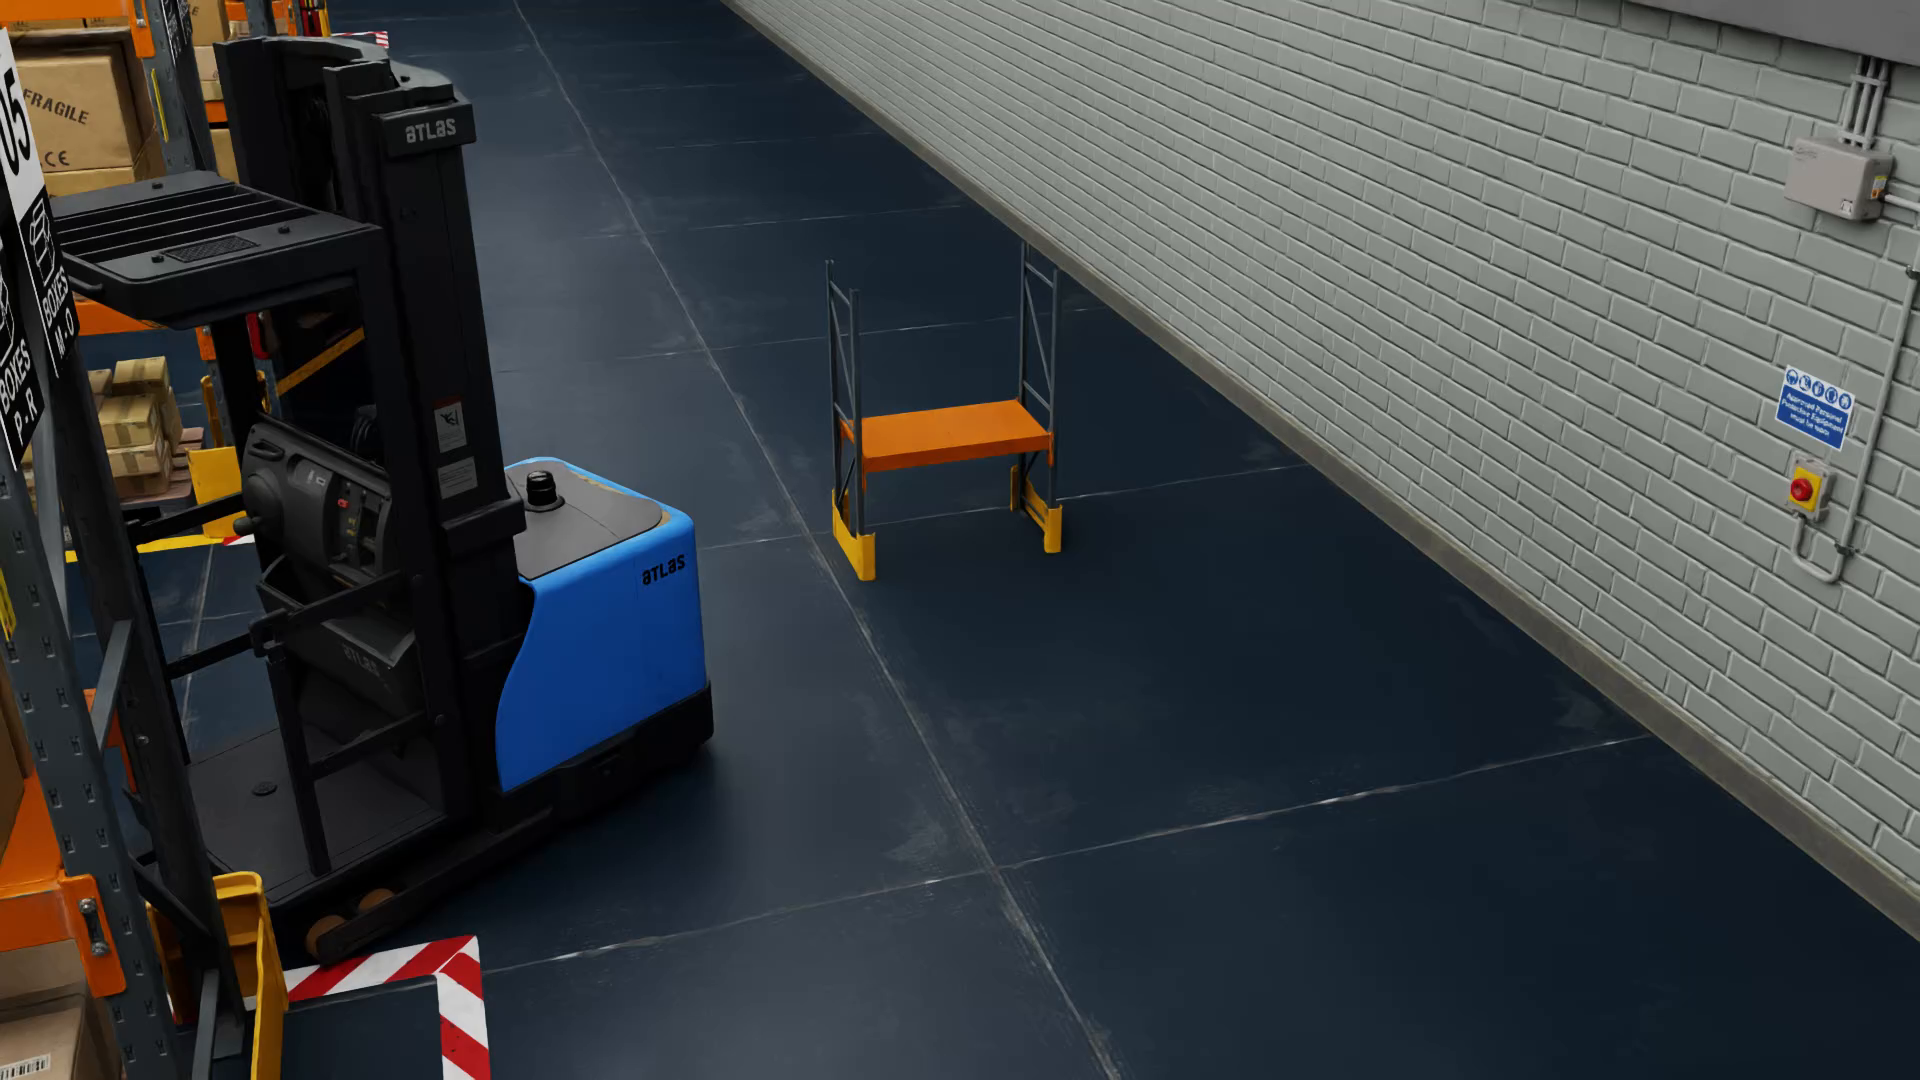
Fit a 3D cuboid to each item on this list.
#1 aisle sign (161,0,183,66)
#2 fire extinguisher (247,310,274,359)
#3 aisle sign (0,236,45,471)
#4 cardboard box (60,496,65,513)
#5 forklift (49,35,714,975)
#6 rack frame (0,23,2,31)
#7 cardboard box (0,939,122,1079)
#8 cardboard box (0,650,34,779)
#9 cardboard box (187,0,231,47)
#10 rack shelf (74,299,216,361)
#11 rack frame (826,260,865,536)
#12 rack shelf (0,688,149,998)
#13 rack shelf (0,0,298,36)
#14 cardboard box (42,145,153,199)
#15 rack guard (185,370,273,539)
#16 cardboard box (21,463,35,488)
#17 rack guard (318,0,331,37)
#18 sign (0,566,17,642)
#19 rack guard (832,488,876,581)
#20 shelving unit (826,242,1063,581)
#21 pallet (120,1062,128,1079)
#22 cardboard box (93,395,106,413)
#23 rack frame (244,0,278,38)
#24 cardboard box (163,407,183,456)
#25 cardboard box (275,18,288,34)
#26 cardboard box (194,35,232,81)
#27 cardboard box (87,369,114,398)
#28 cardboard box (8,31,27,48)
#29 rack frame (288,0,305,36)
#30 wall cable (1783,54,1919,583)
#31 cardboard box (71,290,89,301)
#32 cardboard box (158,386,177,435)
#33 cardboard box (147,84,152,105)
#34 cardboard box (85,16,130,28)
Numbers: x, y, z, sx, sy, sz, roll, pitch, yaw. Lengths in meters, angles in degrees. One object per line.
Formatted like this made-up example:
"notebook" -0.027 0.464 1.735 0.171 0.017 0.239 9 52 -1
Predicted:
"aisle sign" -3.762 -2.672 7.835 0.004 0.787 0.394 -8 28 -16
"fire extinguisher" -3.542 -1.262 8.425 0.183 0.674 0.296 -8 28 -16
"aisle sign" -2.131 -0.588 3.638 0.004 0.787 0.394 -8 28 -16
"cardboard box" -4.573 -0.296 8.707 0.250 0.149 0.380 -7 27 -15
"forklift" -2.374 -0.092 5.638 1.130 2.935 3.031 21 33 36
"rack frame" -2.295 -2.232 3.126 0.127 3.000 1.000 -8 28 -16
"cardboard box" -2.892 1.548 4.668 0.875 0.438 0.875 -9 28 -18
"cardboard box" -2.841 0.355 4.549 0.500 0.500 0.500 -8 28 -17
"cardboard box" -5.746 -3.959 12.342 0.500 0.500 0.500 -8 27 -15
"rack shelf" -5.826 -1.026 8.253 4.000 0.370 1.077 -8 28 -16
"rack frame" -0.564 -0.590 8.252 0.032 1.500 0.500 -8 28 -16
"rack shelf" -4.197 1.053 4.065 4.000 0.370 1.077 -8 28 -16
"rack shelf" -8.800 -5.232 16.724 4.000 0.370 1.077 -8 28 -16
"cardboard box" -4.272 -1.631 8.216 0.500 0.500 0.500 -8 27 -15
"rack guard" -3.997 -0.494 9.183 0.348 0.500 1.175 -8 28 -16
"cardboard box" -4.831 -0.403 8.587 0.250 0.149 0.380 -9 28 -18
"rack guard" -8.501 -6.794 21.873 0.348 0.500 1.175 -8 28 -16
"sign" -2.141 0.062 3.684 0.005 0.325 0.100 -8 28 -16
"rack guard" -0.546 -0.033 8.535 0.087 0.250 0.587 -8 28 -16
"shelving unit" -0.072 -0.661 8.395 1.083 1.500 0.587 -8 28 -16
"pallet" -3.031 1.847 4.792 1.213 0.211 1.003 -8 28 -16
"cardboard box" -4.606 -0.611 8.673 0.250 0.149 0.380 -8 27 -15
"rack frame" -5.364 -3.735 12.900 0.127 3.000 1.000 -8 28 -16
"cardboard box" -4.522 -0.598 9.316 0.250 0.149 0.380 -8 27 -15
"cardboard box" -8.869 -6.823 21.436 0.500 0.500 0.500 -8 28 -16
"cardboard box" -5.743 -3.622 12.507 0.500 0.250 0.500 -9 28 -17
"cardboard box" -4.753 -0.784 9.021 0.250 0.149 0.380 -8 27 -15
"cardboard box" -4.911 -2.228 8.293 0.500 0.500 0.500 -7 27 -15
"rack frame" -6.898 -5.829 17.118 0.127 3.000 1.000 -8 28 -16
"wall cable" 3.059 -0.800 5.811 0.123 1.953 0.585 -8 28 -16
"cardboard box" -4.395 -1.329 8.336 0.250 0.149 0.380 -8 28 -16
"cardboard box" -4.502 -0.705 9.196 0.250 0.149 0.380 -7 27 -14
"cardboard box" -6.088 -3.364 12.434 0.250 0.149 0.380 -8 28 -16
"cardboard box" -6.380 -4.116 12.659 0.500 0.500 0.500 -9 28 -17
